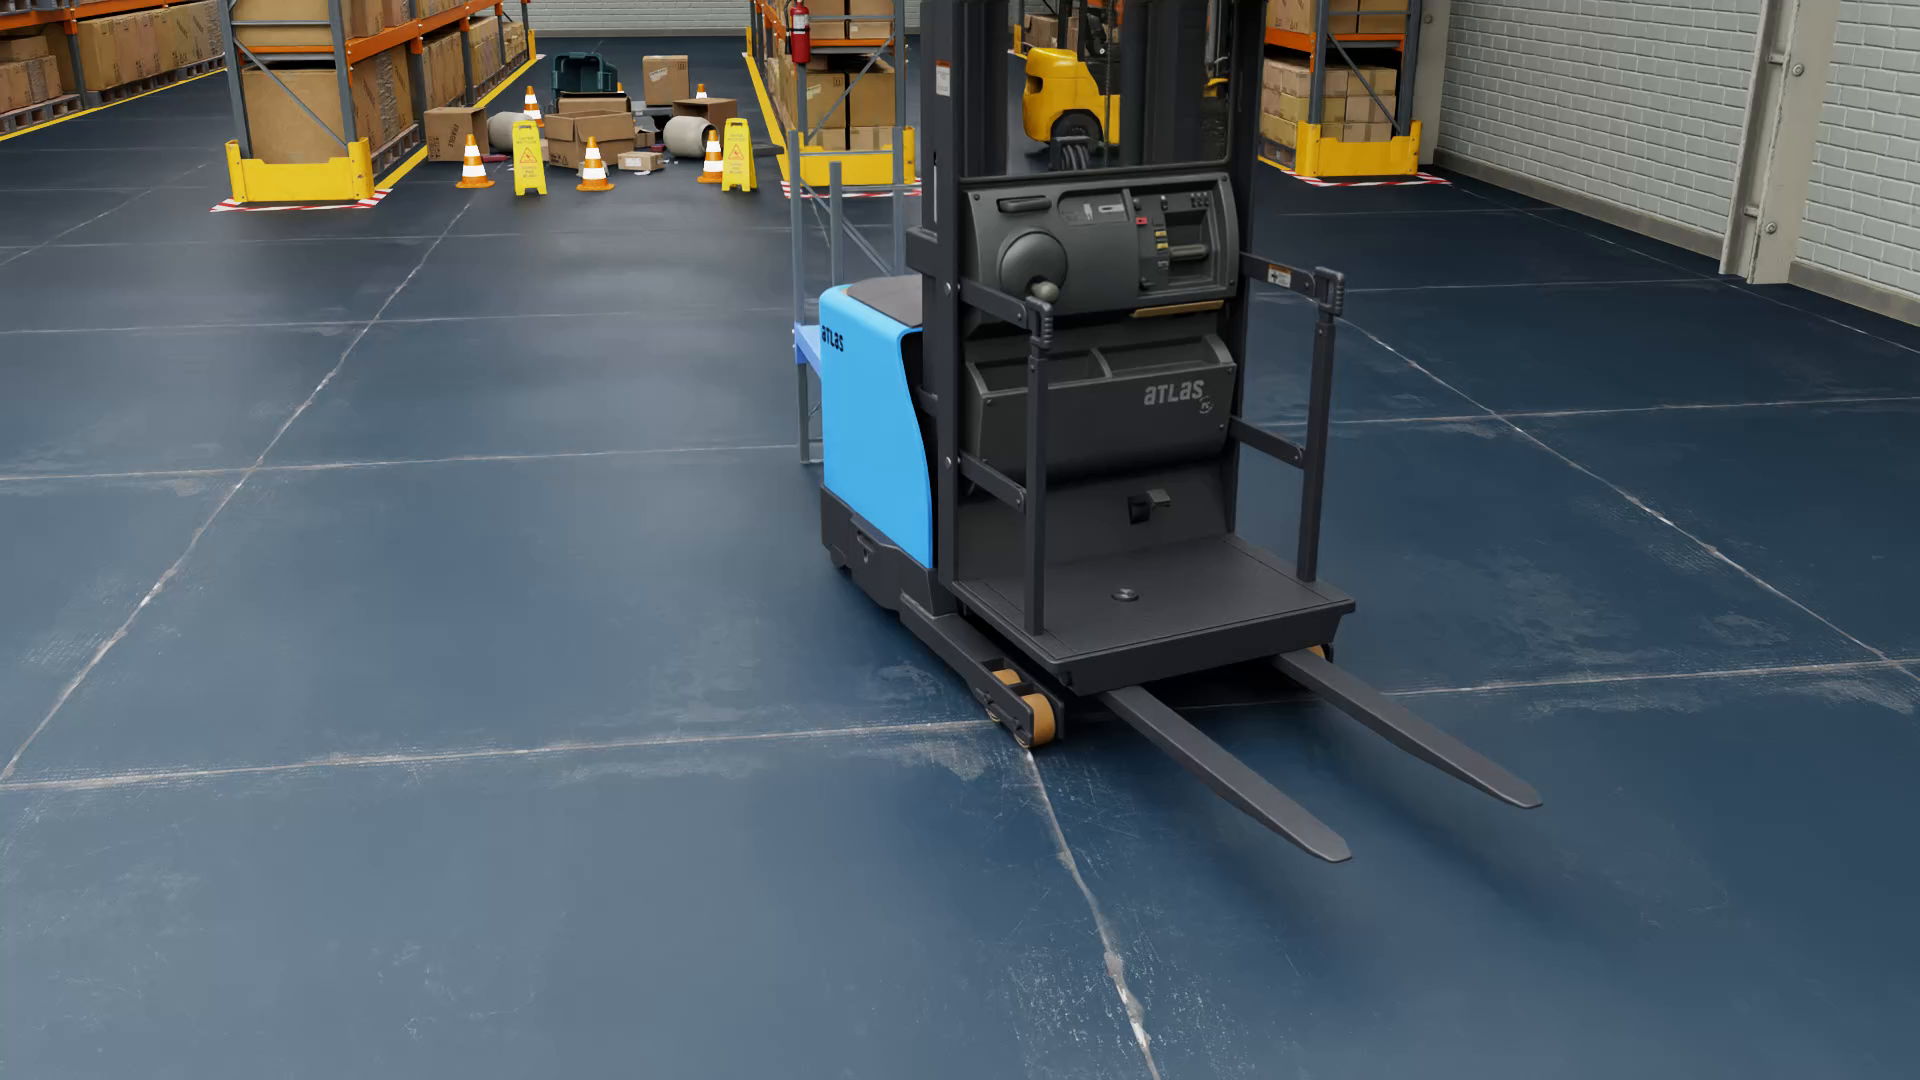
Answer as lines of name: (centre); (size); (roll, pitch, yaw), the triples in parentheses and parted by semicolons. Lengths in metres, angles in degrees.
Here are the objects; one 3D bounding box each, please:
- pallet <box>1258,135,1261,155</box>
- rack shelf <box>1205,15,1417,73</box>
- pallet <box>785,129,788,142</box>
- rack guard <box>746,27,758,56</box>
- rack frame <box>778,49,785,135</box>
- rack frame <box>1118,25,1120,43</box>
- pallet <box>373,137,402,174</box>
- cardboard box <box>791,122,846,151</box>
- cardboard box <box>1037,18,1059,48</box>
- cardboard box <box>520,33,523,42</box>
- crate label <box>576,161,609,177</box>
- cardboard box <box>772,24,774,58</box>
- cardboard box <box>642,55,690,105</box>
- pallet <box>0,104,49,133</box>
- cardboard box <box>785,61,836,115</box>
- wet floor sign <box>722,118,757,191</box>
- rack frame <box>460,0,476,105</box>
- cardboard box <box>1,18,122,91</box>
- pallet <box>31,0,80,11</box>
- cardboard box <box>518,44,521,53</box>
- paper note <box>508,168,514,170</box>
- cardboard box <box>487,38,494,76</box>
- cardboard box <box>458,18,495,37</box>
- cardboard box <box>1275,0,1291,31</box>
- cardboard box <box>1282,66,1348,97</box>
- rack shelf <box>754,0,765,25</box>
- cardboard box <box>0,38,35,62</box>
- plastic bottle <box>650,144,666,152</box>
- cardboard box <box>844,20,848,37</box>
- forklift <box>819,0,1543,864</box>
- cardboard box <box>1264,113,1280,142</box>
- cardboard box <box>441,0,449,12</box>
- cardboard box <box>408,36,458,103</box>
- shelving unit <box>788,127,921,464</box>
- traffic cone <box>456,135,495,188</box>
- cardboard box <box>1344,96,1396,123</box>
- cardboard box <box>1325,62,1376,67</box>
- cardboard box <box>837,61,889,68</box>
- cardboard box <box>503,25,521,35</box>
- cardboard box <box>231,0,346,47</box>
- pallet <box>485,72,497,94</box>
pallet: (3.576, -4.409, 18.218); (1.003, 0.211, 1.213); (-3, 21, -8)
rack shelf: (3.612, -5.386, 17.879); (1.077, 0.370, 4.000); (-3, 21, -8)
pallet: (-1.456, -4.627, 18.803); (1.003, 0.211, 1.213); (-3, 21, -8)
rack guard: (-3.321, -9.156, 30.517); (1.175, 0.500, 0.348); (-3, 21, -8)
rack frame: (-1.588, -6.164, 18.933); (1.000, 3.000, 0.127); (-3, 21, -8)
rack frame: (2.747, -7.801, 23.315); (1.000, 3.000, 0.127); (-3, 21, -8)
pallet: (-6.260, -3.883, 16.810); (1.003, 0.211, 1.213); (-3, 21, -8)
cardboard box: (-1.397, -3.962, 16.368); (0.500, 0.250, 0.500); (-3, 21, -8)
cardboard box: (1.650, -8.894, 29.214); (0.500, 0.500, 0.500); (-3, 21, -7)
cardboard box: (-7.766, -8.687, 28.736); (0.380, 0.149, 0.250); (-4, 21, -10)
crate label: (-3.574, -3.617, 16.206); (0.250, 0.136, 0.298); (-15, 25, -35)
cardboard box: (-2.306, -7.303, 24.418); (0.875, 0.875, 0.875); (-3, 21, -7)
cardboard box: (-3.345, -5.248, 18.970); (0.500, 0.500, 0.500); (-3, 21, -8)
pallet: (-11.687, -5.051, 19.938); (1.003, 0.211, 1.213); (-3, 21, -8)
cardboard box: (-1.529, -4.659, 17.161); (0.500, 0.500, 0.500); (-3, 21, -9)
wet floor sign: (-2.043, -3.557, 15.316); (0.267, 0.644, 0.232); (4, 21, 11)
rack frame: (-7.048, -7.264, 21.879); (1.000, 3.000, 0.127); (-3, 21, -8)
cardboard box: (-12.050, -6.491, 22.244); (1.225, 0.875, 0.875); (-4, 21, -10)
pallet: (-11.763, -6.718, 20.690); (1.213, 0.211, 1.003); (-3, 21, -8)
cardboard box: (-7.682, -8.374, 28.324); (0.380, 0.149, 0.250); (-4, 21, -10)
paper note: (-4.435, -3.717, 16.627); (0.144, 0.017, 0.142); (4, 21, 11)
cardboard box: (-7.125, -7.076, 24.347); (0.500, 0.500, 0.500); (-3, 21, -9)
cardboard box: (-7.206, -7.603, 24.685); (0.500, 0.250, 0.500); (-2, 21, -5)
cardboard box: (3.504, -5.415, 16.784); (0.500, 0.500, 0.500); (-2, 21, -6)
cardboard box: (3.525, -4.552, 16.516); (0.500, 0.250, 0.500); (-2, 21, -6)
rack shelf: (-2.453, -7.905, 24.621); (1.077, 0.370, 4.000); (-3, 21, -8)
cardboard box: (-11.758, -6.022, 20.425); (0.500, 0.250, 0.500); (-1, 20, -2)
plastic bottle: (-3.258, -4.246, 17.998); (0.133, 0.061, 0.283); (1, 20, 2)
cardboard box: (-0.906, -4.876, 15.844); (0.380, 0.149, 0.250); (-3, 21, -7)
forklift: (0.550, -0.917, 4.982); (1.130, 2.935, 3.031); (-9, 22, -24)
cardboard box: (3.457, -4.259, 17.162); (0.500, 0.250, 0.500); (-3, 21, -8)
cardboard box: (-6.497, -6.646, 20.080); (0.500, 0.500, 0.500); (-3, 21, -7)
cardboard box: (-6.920, -5.889, 20.813); (1.050, 0.750, 0.750); (-3, 21, -7)
shelving unit: (-0.370, -0.906, 6.998); (0.538, 1.500, 1.048); (-5, 21, -13)
traffic cone: (-4.566, -3.562, 15.591); (0.336, 0.463, 0.334); (-3, 21, -8)
cardboard box: (4.038, -4.347, 16.683); (0.500, 0.250, 0.500); (-3, 21, -7)
cardboard box: (3.943, -4.757, 17.065); (0.500, 0.250, 0.500); (-3, 21, -8)
cardboard box: (-1.002, -4.696, 17.259); (0.500, 0.500, 0.500); (-3, 21, -7)
cardboard box: (-7.663, -8.647, 28.206); (0.380, 0.149, 0.250); (-2, 21, -6)
cardboard box: (-5.993, -4.691, 14.775); (0.875, 0.550, 0.550); (-3, 21, -8)
pallet: (-7.332, -6.650, 24.220); (1.003, 0.211, 1.213); (-3, 21, -8)
